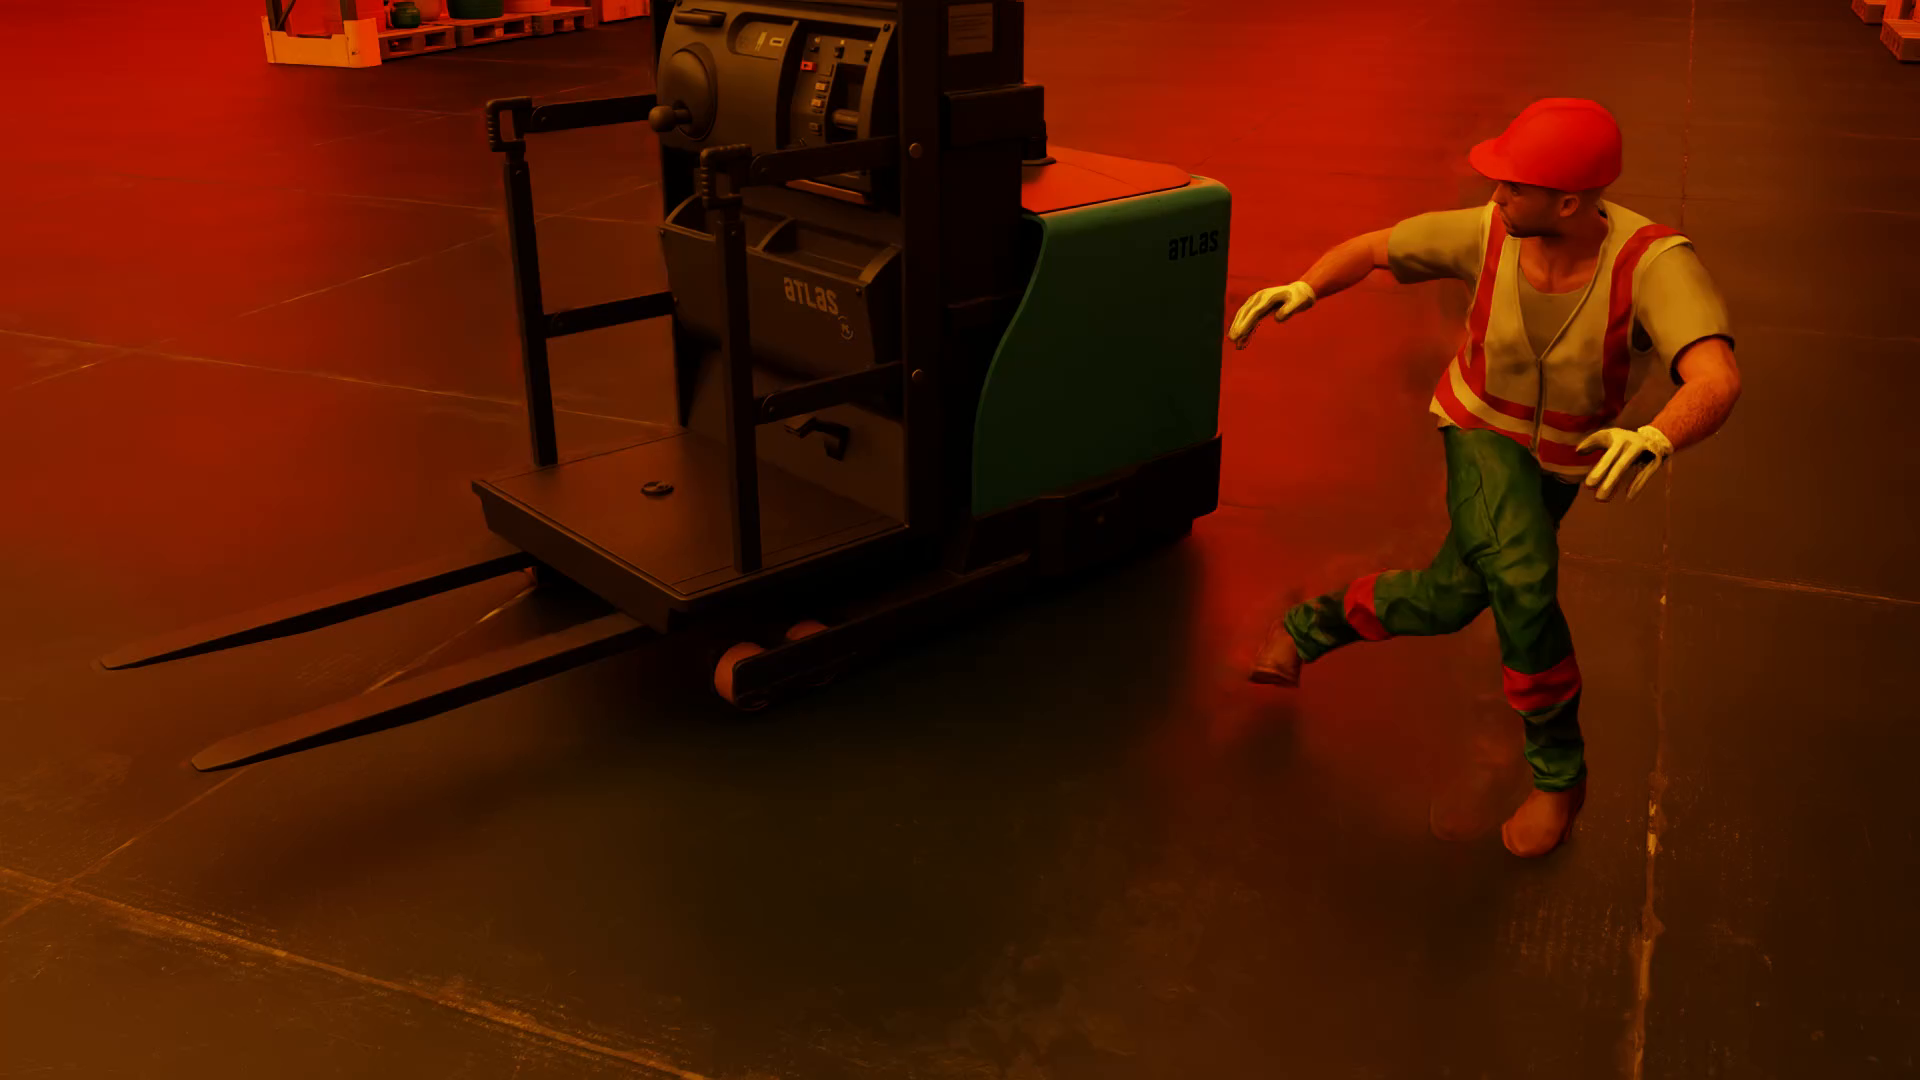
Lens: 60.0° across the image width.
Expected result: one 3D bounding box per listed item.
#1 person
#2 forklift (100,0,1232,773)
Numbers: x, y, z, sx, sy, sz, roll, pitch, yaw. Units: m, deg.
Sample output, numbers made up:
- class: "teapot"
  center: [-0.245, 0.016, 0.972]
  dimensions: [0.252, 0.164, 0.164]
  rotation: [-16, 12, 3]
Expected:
- class: "person"
  center: [1.020, -0.137, 3.479]
  dimensions: [0.938, 1.555, 1.112]
  rotation: [3, 23, 7]
- class: "forklift"
  center: [-0.638, -1.159, 4.065]
  dimensions: [3.031, 2.935, 1.130]
  rotation: [-19, 29, -38]
